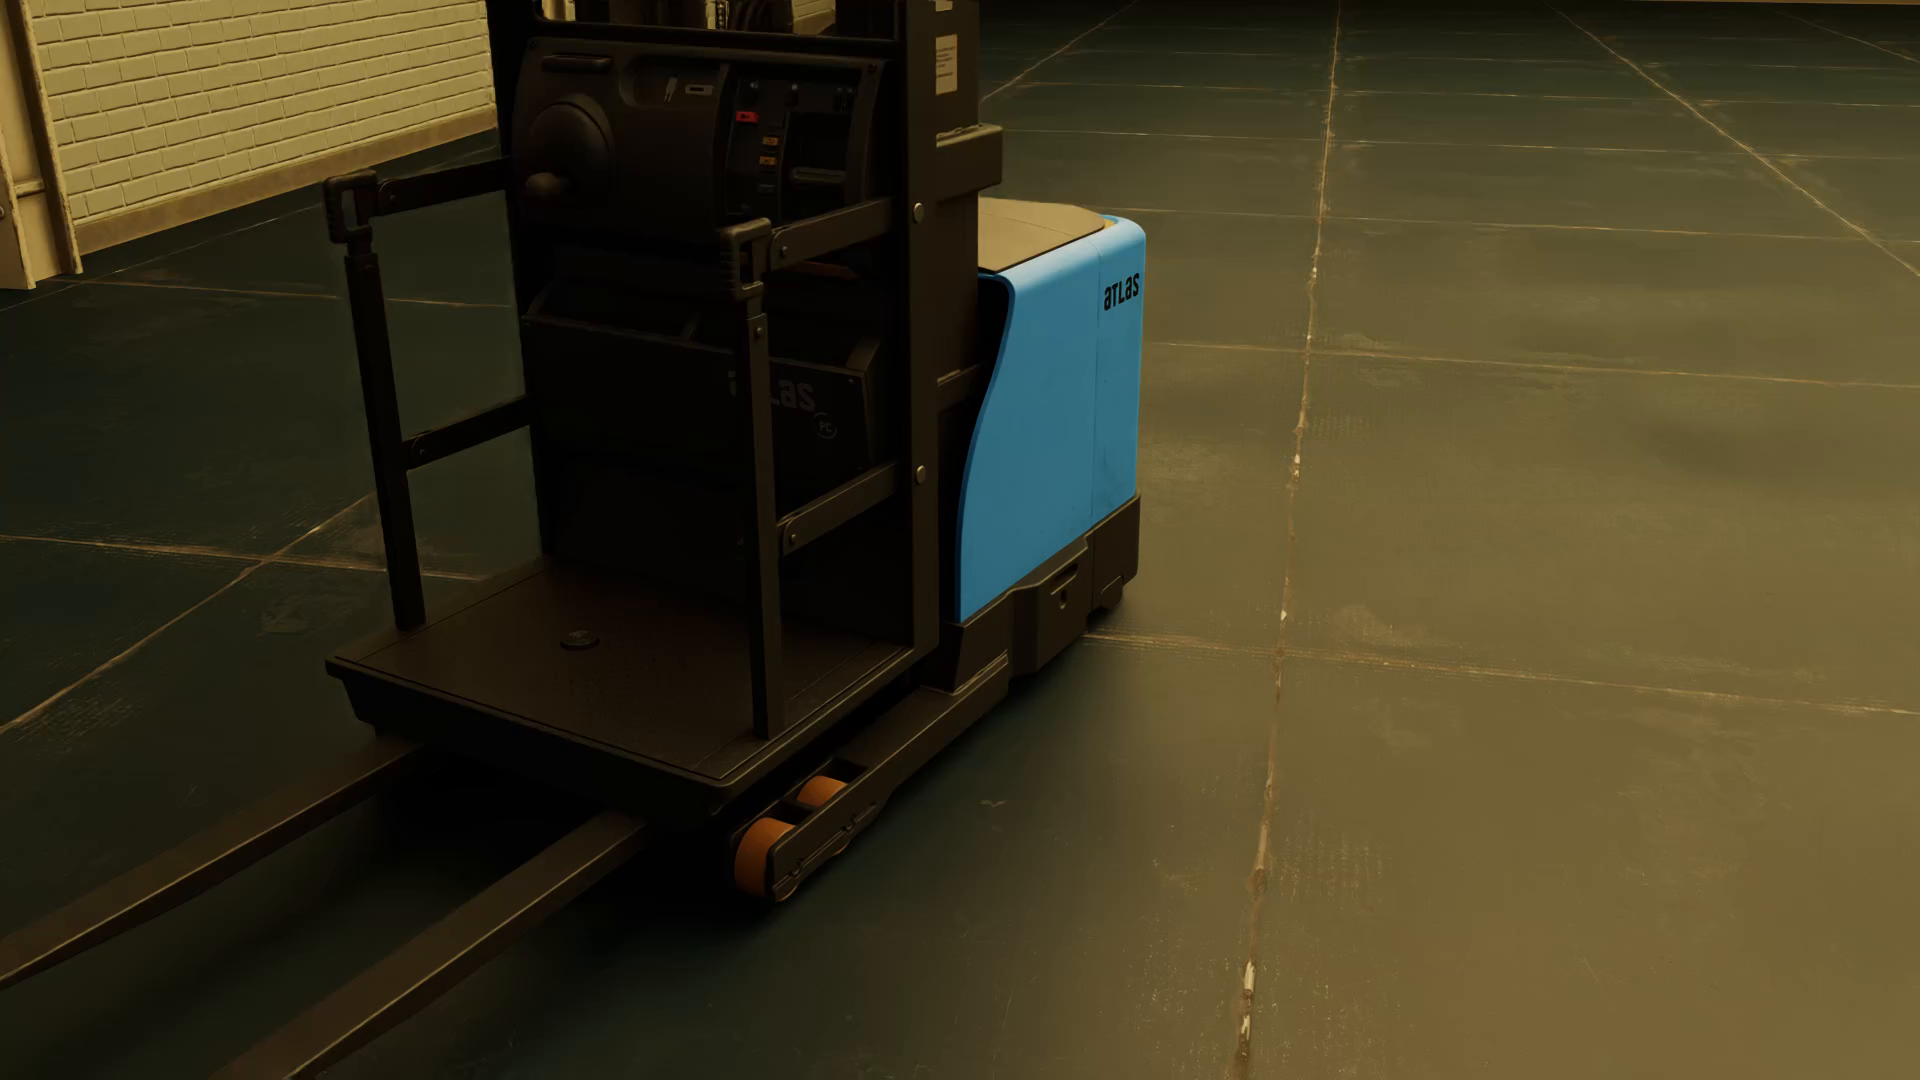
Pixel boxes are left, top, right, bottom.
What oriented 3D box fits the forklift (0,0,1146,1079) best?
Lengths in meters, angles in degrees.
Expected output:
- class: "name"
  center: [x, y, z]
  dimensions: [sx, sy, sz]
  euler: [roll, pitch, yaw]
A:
- class: "forklift"
  center: [-0.669, -0.824, 3.289]
  dimensions: [1.130, 2.935, 3.031]
  euler: [12, 25, 28]
